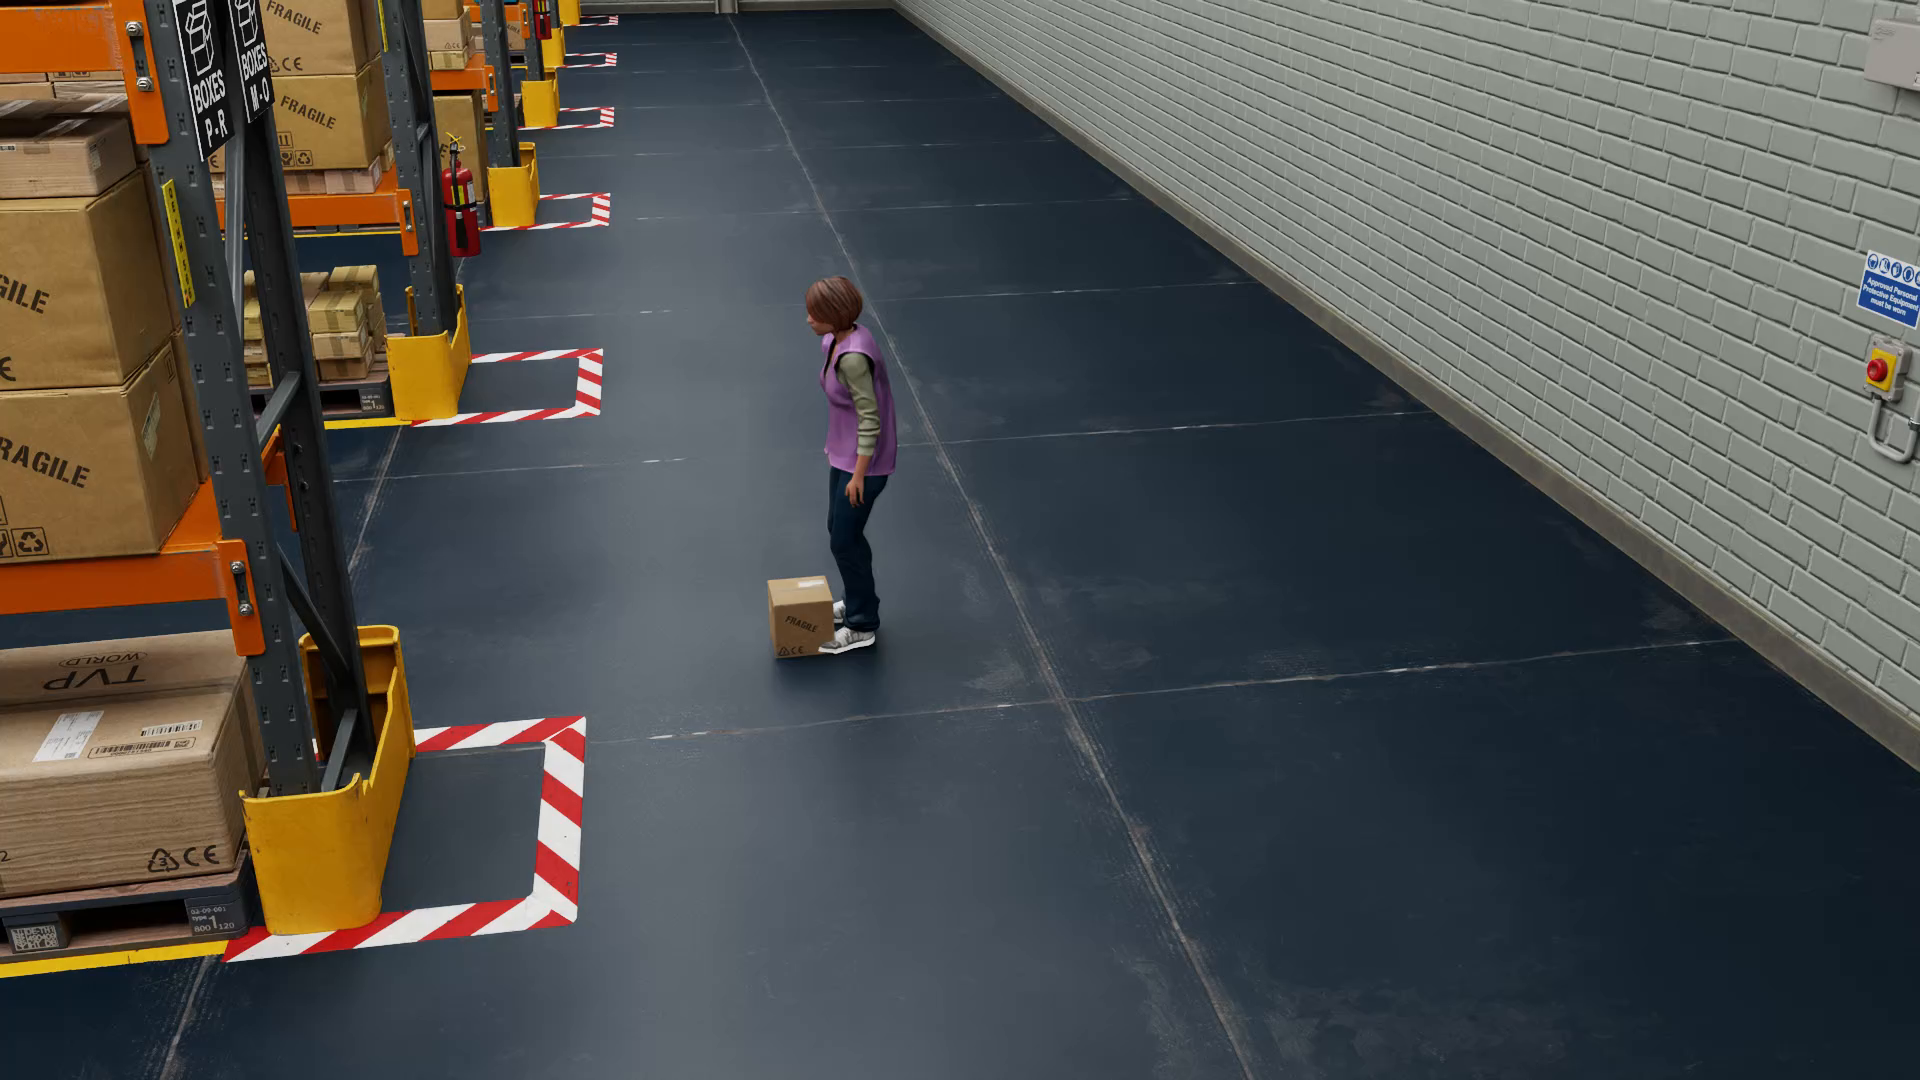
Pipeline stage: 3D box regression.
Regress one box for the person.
[{"bbox_3d":[-0.457,-0.304,6.823,0.377,1.580,0.474,-6,24,-12],"label":"person"}]
